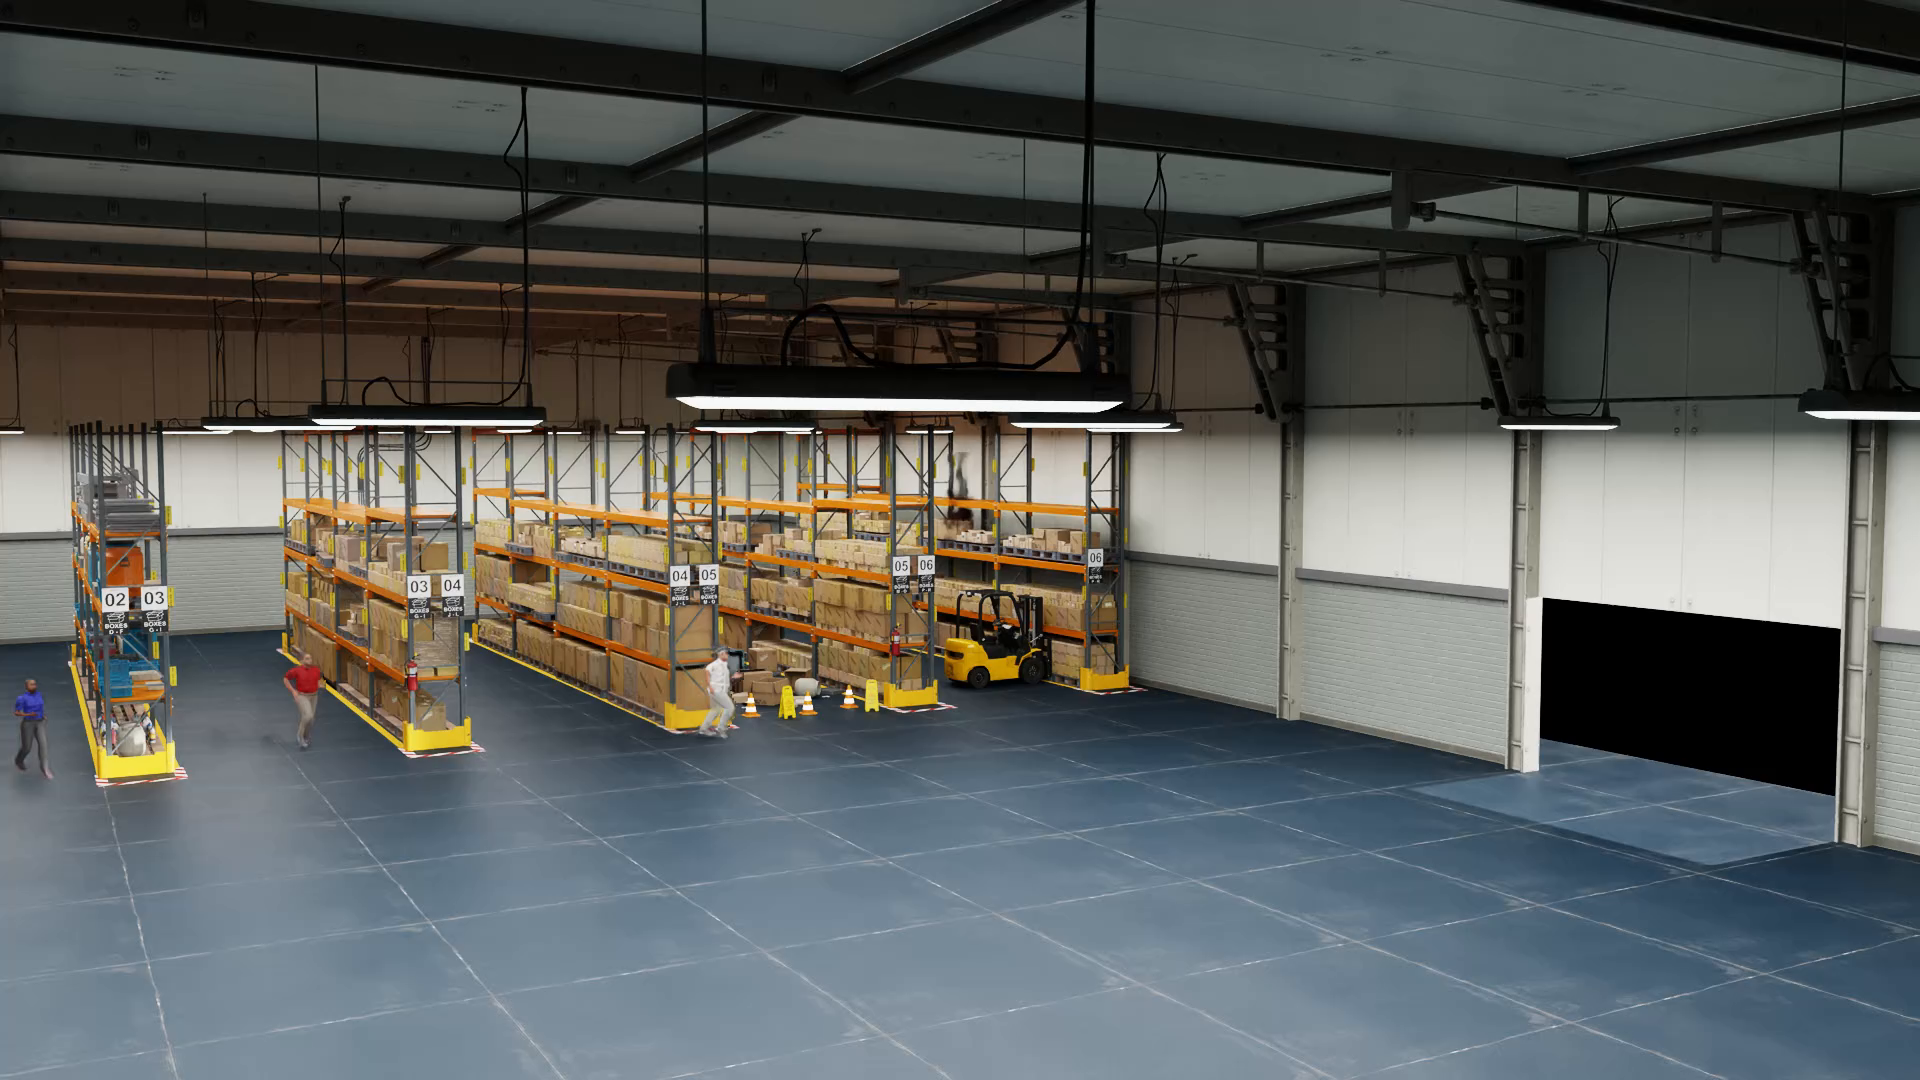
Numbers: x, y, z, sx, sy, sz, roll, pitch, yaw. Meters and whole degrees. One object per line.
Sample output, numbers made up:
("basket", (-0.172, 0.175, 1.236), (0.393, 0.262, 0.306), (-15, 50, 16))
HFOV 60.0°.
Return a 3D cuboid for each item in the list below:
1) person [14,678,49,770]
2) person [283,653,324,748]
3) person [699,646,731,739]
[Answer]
("person", (-15.643, 3.144, 28.002), (0.791, 1.460, 0.576), (2, 4, 33))
("person", (-12.096, 2.977, 30.819), (0.735, 1.760, 0.634), (2, 4, 34))
("person", (-4.678, 2.910, 31.686), (0.620, 1.805, 0.455), (0, 4, -2))
